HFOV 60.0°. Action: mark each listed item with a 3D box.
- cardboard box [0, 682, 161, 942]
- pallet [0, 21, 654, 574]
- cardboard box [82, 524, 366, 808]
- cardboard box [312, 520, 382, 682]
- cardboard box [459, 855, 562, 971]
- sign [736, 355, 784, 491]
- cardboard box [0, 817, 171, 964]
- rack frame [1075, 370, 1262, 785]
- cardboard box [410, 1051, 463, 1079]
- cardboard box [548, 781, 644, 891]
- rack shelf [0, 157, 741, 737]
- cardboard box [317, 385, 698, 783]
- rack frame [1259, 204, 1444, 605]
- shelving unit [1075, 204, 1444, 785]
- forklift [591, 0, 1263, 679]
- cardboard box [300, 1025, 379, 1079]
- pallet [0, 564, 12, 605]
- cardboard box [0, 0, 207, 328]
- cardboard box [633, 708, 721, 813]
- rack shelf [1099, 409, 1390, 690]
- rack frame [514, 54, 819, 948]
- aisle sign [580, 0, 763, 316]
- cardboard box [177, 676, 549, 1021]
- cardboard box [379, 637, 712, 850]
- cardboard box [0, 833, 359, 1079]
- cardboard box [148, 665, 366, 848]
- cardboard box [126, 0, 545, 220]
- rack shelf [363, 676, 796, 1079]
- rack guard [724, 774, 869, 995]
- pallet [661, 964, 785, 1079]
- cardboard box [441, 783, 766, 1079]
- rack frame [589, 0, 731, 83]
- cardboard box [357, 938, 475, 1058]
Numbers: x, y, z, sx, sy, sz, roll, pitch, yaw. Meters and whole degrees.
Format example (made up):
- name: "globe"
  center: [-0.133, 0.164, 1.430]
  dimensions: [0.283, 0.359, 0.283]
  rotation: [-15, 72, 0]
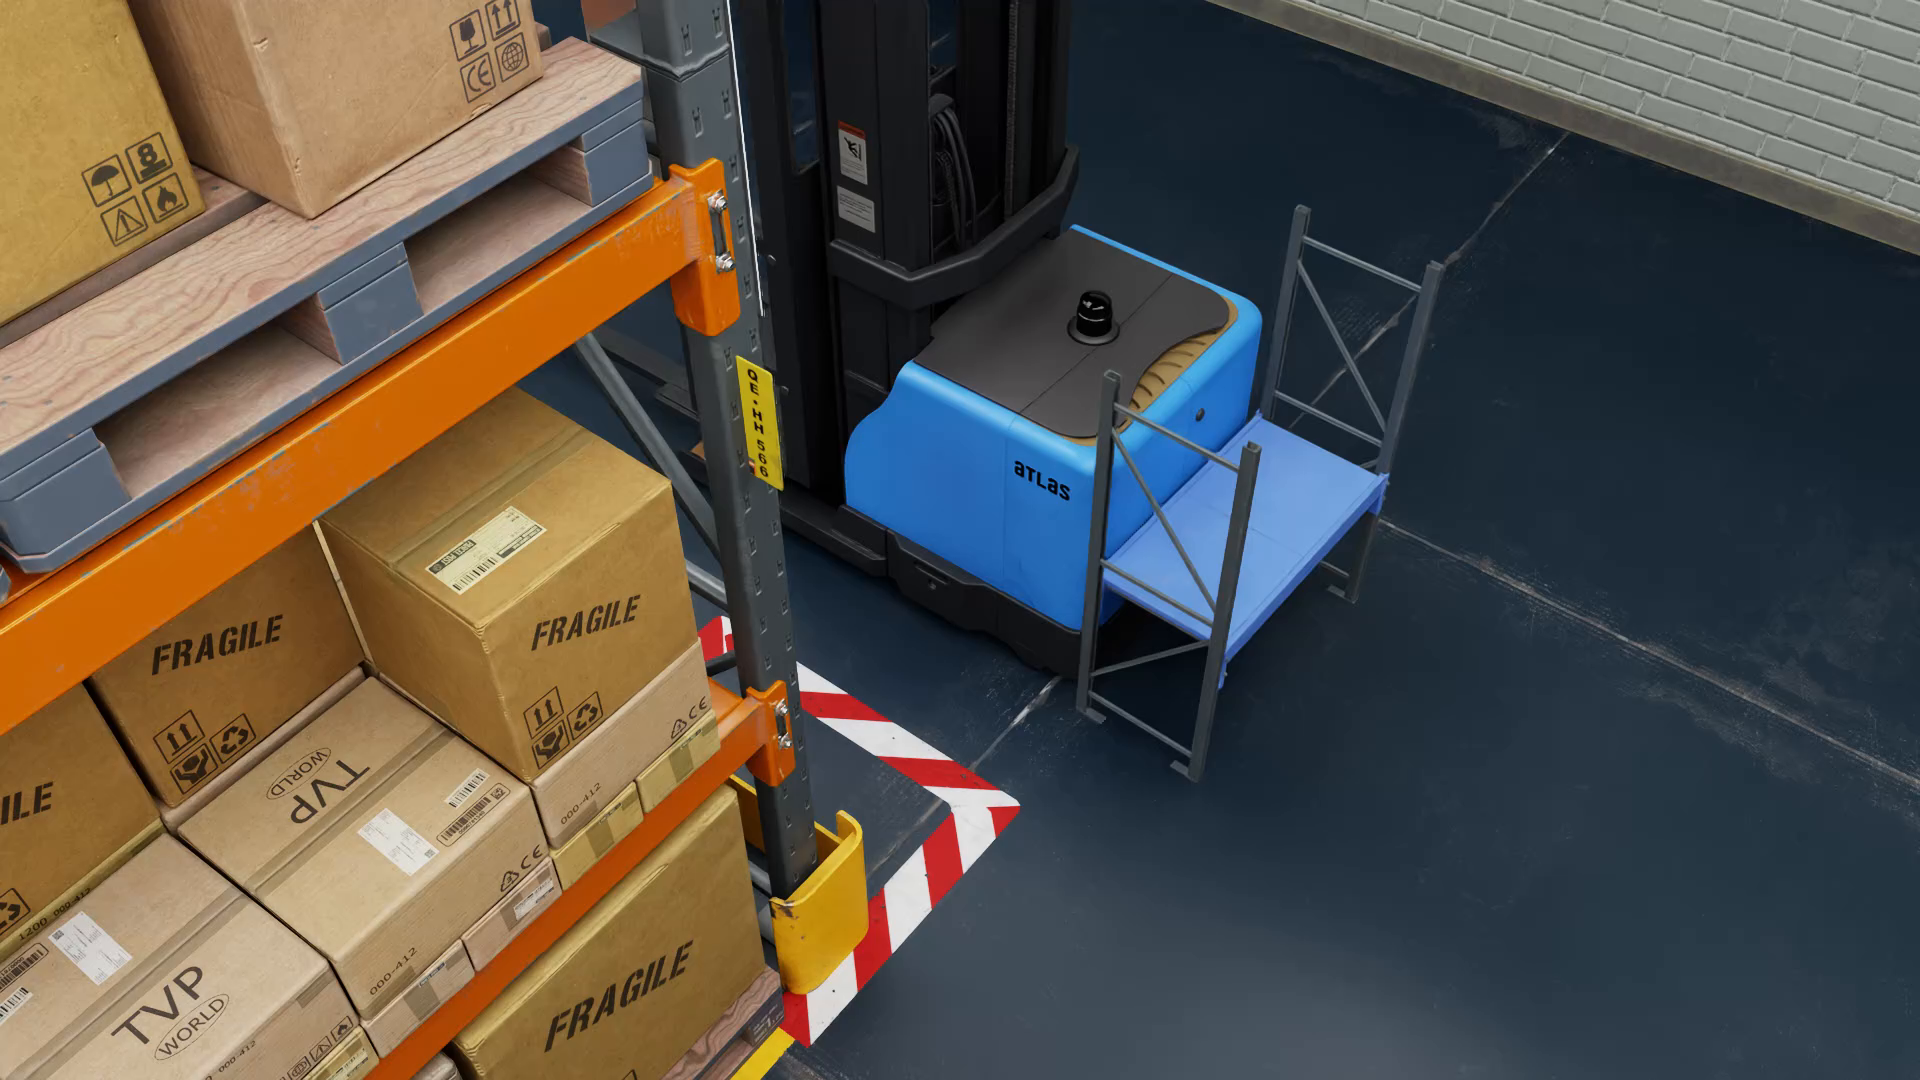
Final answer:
- name: "cardboard box"
  center: [-1.961, 0.426, 3.148]
  dimensions: [0.500, 0.500, 0.500]
  rotation: [28, 52, 24]
- name: "pallet"
  center: [-1.281, -0.581, 2.718]
  dimensions: [1.003, 0.211, 1.213]
  rotation: [29, 53, 25]
- name: "cardboard box"
  center: [-1.649, 0.127, 3.434]
  dimensions: [0.500, 0.500, 0.500]
  rotation: [28, 52, 24]
- name: "cardboard box"
  center: [-1.343, 0.100, 3.978]
  dimensions: [0.500, 0.250, 0.500]
  rotation: [28, 52, 24]
- name: "cardboard box"
  center: [-1.106, 0.725, 3.657]
  dimensions: [0.380, 0.149, 0.250]
  rotation: [29, 53, 25]
- name: "sign"
  center: [-0.415, -0.239, 3.439]
  dimensions: [0.100, 0.325, 0.005]
  rotation: [29, 53, 25]
- name: "cardboard box"
  center: [-1.966, 0.686, 3.418]
  dimensions: [0.500, 0.250, 0.500]
  rotation: [28, 52, 24]
- name: "rack frame"
  center: [0.599, 0.165, 5.055]
  dimensions: [0.500, 1.500, 0.032]
  rotation: [30, 53, 26]
- name: "cardboard box"
  center: [-1.720, 1.506, 3.916]
  dimensions: [0.875, 0.875, 0.875]
  rotation: [29, 53, 25]
- name: "cardboard box"
  center: [-0.951, 0.581, 3.794]
  dimensions: [0.380, 0.149, 0.250]
  rotation: [30, 53, 25]
- name: "rack shelf"
  center: [-2.059, 0.352, 2.262]
  dimensions: [1.077, 0.370, 4.000]
  rotation: [29, 53, 25]
- name: "cardboard box"
  center: [-0.926, 0.080, 3.478]
  dimensions: [0.500, 0.500, 0.500]
  rotation: [30, 53, 25]
- name: "rack frame"
  center: [1.241, -0.405, 5.600]
  dimensions: [0.500, 1.500, 0.032]
  rotation: [30, 53, 26]
- name: "shelving unit"
  center: [0.920, -0.120, 5.327]
  dimensions: [0.538, 1.500, 1.048]
  rotation: [30, 53, 26]
- name: "forklift"
  center: [-0.458, -1.417, 5.577]
  dimensions: [3.031, 2.935, 1.130]
  rotation: [29, 53, 25]
- name: "cardboard box"
  center: [-1.416, 1.016, 3.378]
  dimensions: [0.380, 0.149, 0.250]
  rotation: [28, 52, 24]
- name: "pallet"
  center: [-2.027, 0.120, 2.048]
  dimensions: [1.003, 0.211, 1.213]
  rotation: [29, 53, 25]
- name: "cardboard box"
  center: [-1.551, -0.665, 2.308]
  dimensions: [0.700, 0.500, 0.500]
  rotation: [27, 52, 24]
- name: "cardboard box"
  center: [-0.793, 0.431, 3.937]
  dimensions: [0.380, 0.149, 0.250]
  rotation: [30, 53, 26]
- name: "rack shelf"
  center: [0.920, 0.004, 5.458]
  dimensions: [0.538, 0.185, 1.000]
  rotation: [30, 53, 26]
- name: "rack frame"
  center: [-0.836, -0.005, 4.180]
  dimensions: [1.000, 3.000, 0.127]
  rotation: [29, 53, 25]
- name: "aisle sign"
  center: [-0.554, -0.811, 3.153]
  dimensions: [0.394, 0.787, 0.004]
  rotation: [29, 53, 25]
- name: "cardboard box"
  center: [-1.233, 0.629, 3.473]
  dimensions: [0.500, 0.250, 0.500]
  rotation: [28, 53, 24]
- name: "cardboard box"
  center: [-0.922, 0.339, 3.750]
  dimensions: [0.500, 0.250, 0.500]
  rotation: [28, 53, 24]
- name: "cardboard box"
  center: [-1.544, 0.920, 3.194]
  dimensions: [0.500, 0.250, 0.500]
  rotation: [27, 52, 24]
- name: "cardboard box"
  center: [-1.655, 0.400, 3.691]
  dimensions: [0.500, 0.250, 0.500]
  rotation: [29, 53, 25]
- name: "cardboard box"
  center: [-1.111, -0.934, 2.564]
  dimensions: [0.700, 0.500, 0.500]
  rotation: [26, 52, 23]
- name: "rack shelf"
  center: [-2.059, 1.388, 3.347]
  dimensions: [1.077, 0.370, 4.000]
  rotation: [29, 53, 25]
- name: "rack guard"
  center: [-0.821, 0.845, 5.097]
  dimensions: [1.175, 0.500, 0.348]
  rotation: [29, 53, 25]
- name: "pallet"
  center: [-1.263, 1.451, 4.718]
  dimensions: [1.003, 0.211, 1.213]
  rotation: [29, 53, 25]
- name: "cardboard box"
  center: [-1.164, 0.986, 4.413]
  dimensions: [0.875, 0.875, 0.875]
  rotation: [29, 53, 25]
- name: "rack frame"
  center: [-0.836, -2.077, 2.011]
  dimensions: [1.000, 3.000, 0.127]
  rotation: [29, 53, 25]
- name: "cardboard box"
  center: [-1.259, 0.867, 3.521]
  dimensions: [0.380, 0.149, 0.250]
  rotation: [30, 53, 26]
